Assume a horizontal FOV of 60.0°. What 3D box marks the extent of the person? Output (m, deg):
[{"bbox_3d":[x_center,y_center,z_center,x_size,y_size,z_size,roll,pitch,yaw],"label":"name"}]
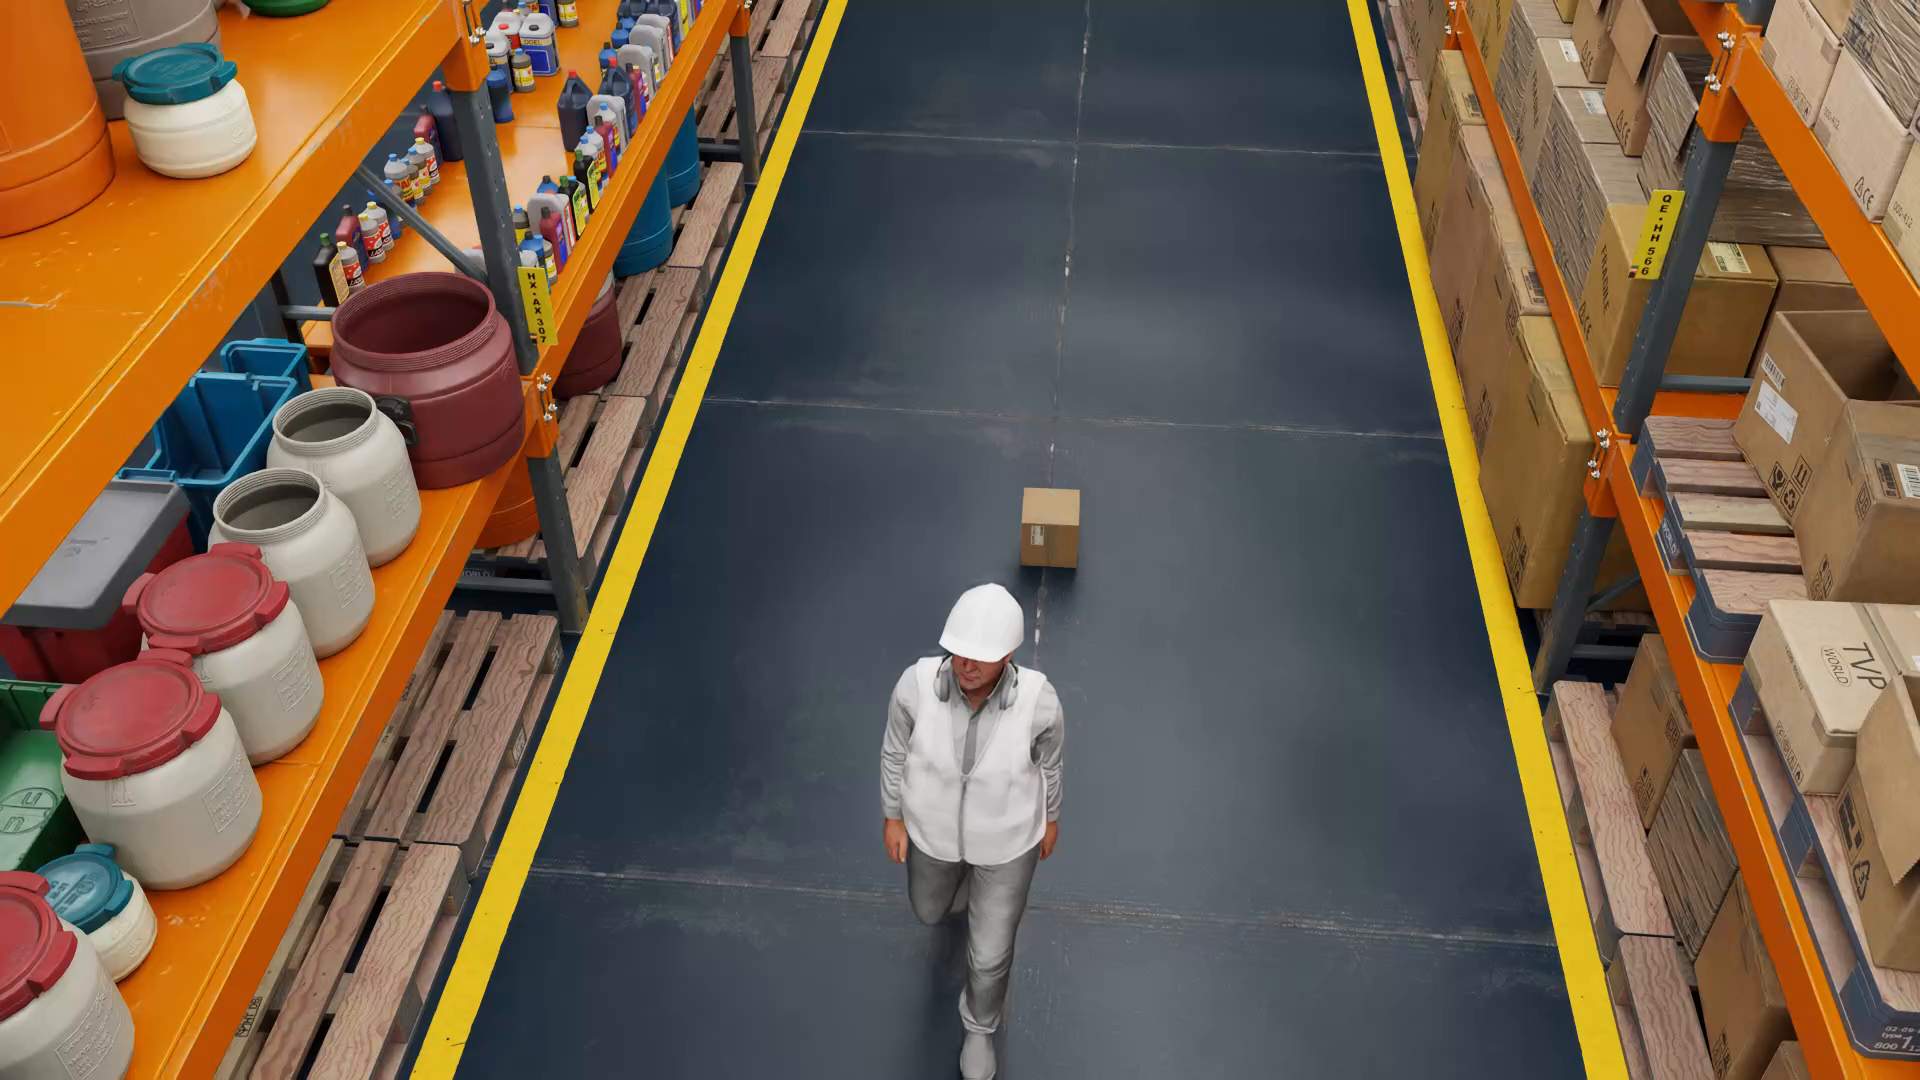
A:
[{"bbox_3d":[0.032,0.836,5.130,0.549,1.736,0.865,7,40,9],"label":"person"}]
